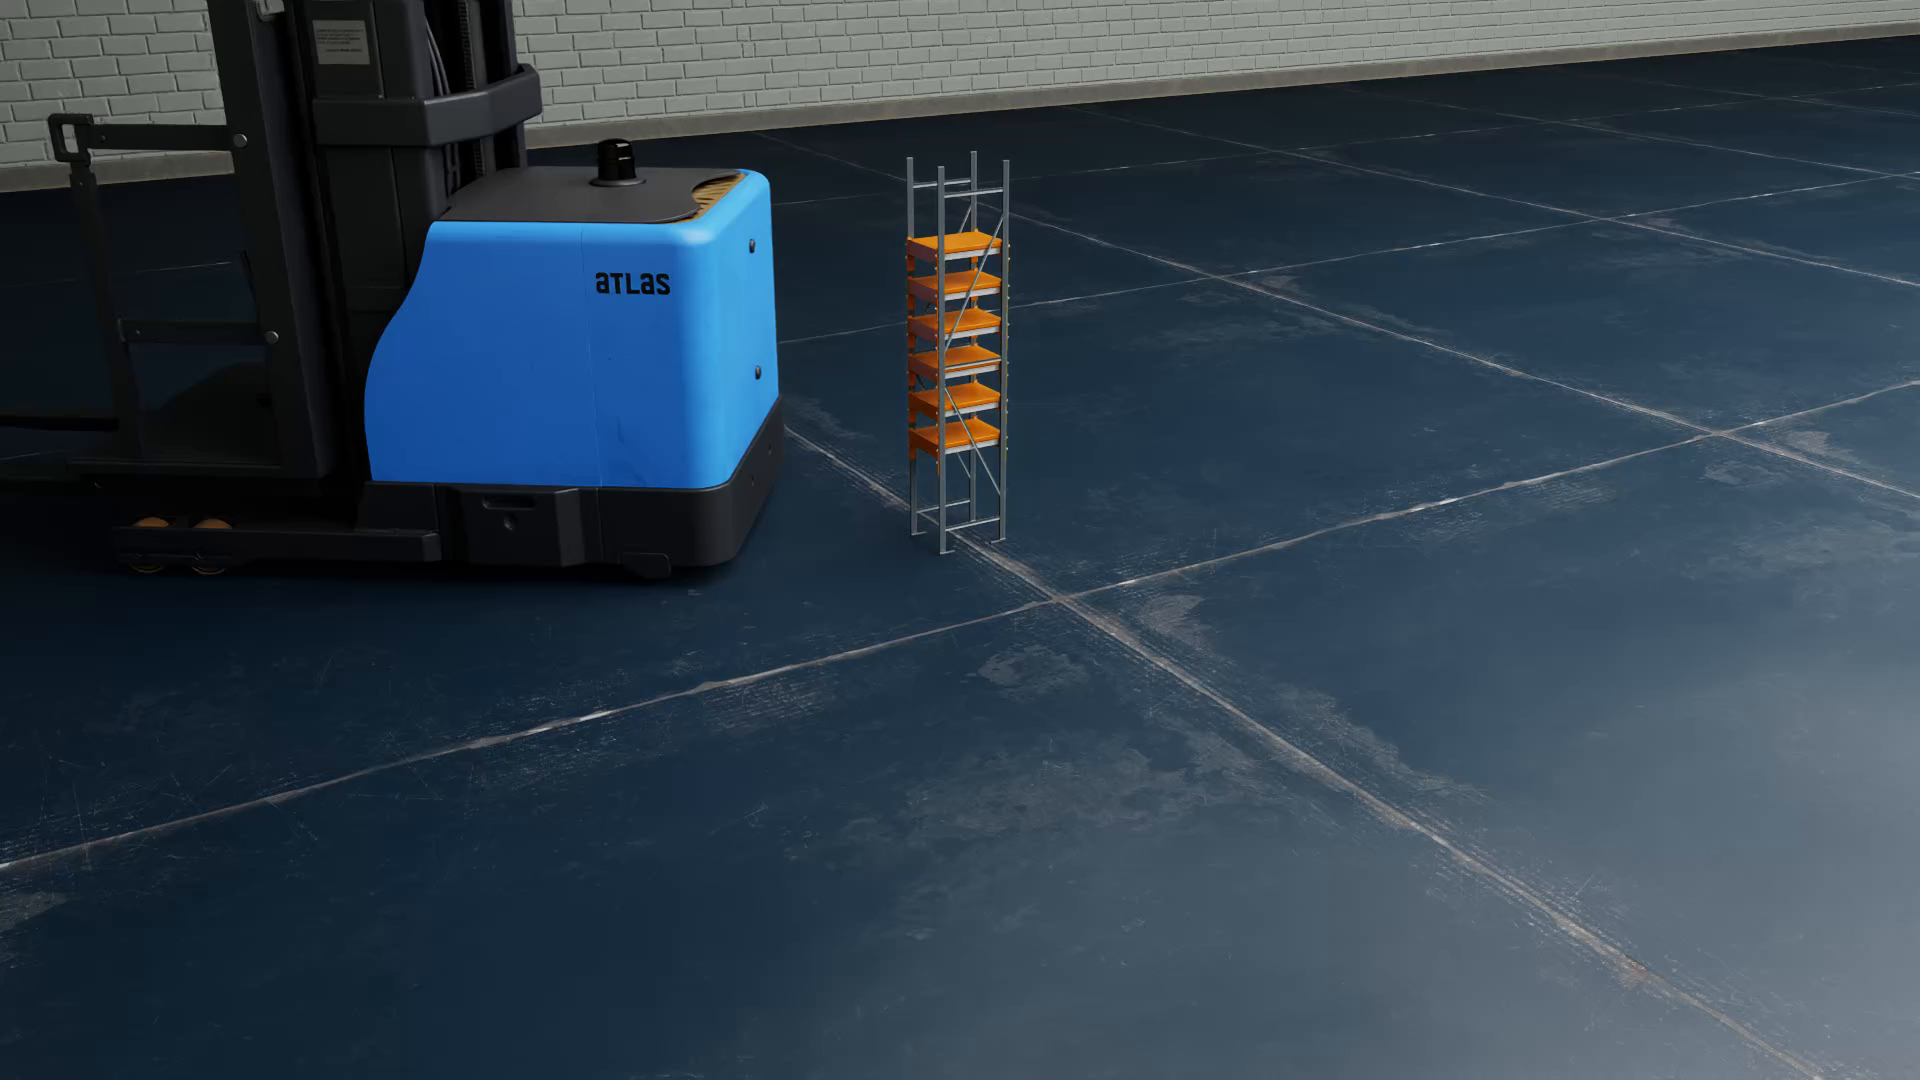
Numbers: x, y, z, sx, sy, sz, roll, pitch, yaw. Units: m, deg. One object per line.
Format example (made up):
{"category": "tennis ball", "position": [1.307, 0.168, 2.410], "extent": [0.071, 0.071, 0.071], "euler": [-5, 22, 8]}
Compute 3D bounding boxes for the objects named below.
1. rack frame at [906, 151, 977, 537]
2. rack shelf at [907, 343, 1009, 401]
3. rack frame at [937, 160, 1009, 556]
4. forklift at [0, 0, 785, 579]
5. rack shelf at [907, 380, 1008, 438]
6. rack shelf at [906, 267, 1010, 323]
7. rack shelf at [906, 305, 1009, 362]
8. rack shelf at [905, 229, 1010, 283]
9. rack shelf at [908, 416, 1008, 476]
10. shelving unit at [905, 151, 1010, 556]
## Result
{"category": "rack frame", "position": [-0.054, -0.590, 5.170], "extent": [0.240, 1.200, 0.006], "euler": [-13, 25, -28]}
{"category": "rack shelf", "position": [-0.007, -0.519, 5.114], "extent": [0.258, 0.103, 0.180], "euler": [-13, 25, -28]}
{"category": "rack frame", "position": [0.039, -0.531, 5.024], "extent": [0.240, 1.200, 0.006], "euler": [-13, 25, -28]}
{"category": "forklift", "position": [-2.151, -1.448, 4.981], "extent": [3.031, 2.935, 1.130], "euler": [2, 22, 4]}
{"category": "rack shelf", "position": [-0.007, -0.408, 5.159], "extent": [0.258, 0.103, 0.180], "euler": [-13, 25, -28]}
{"category": "rack shelf", "position": [-0.007, -0.742, 5.023], "extent": [0.258, 0.103, 0.180], "euler": [-13, 25, -28]}
{"category": "rack shelf", "position": [-0.007, -0.631, 5.069], "extent": [0.258, 0.103, 0.180], "euler": [-13, 25, -28]}
{"category": "rack shelf", "position": [-0.007, -0.853, 4.978], "extent": [0.258, 0.103, 0.180], "euler": [-13, 25, -28]}
{"category": "rack shelf", "position": [-0.007, -0.297, 5.204], "extent": [0.258, 0.103, 0.180], "euler": [-13, 25, -28]}
{"category": "shelving unit", "position": [-0.007, -0.561, 5.097], "extent": [0.258, 1.200, 0.189], "euler": [-13, 25, -28]}
